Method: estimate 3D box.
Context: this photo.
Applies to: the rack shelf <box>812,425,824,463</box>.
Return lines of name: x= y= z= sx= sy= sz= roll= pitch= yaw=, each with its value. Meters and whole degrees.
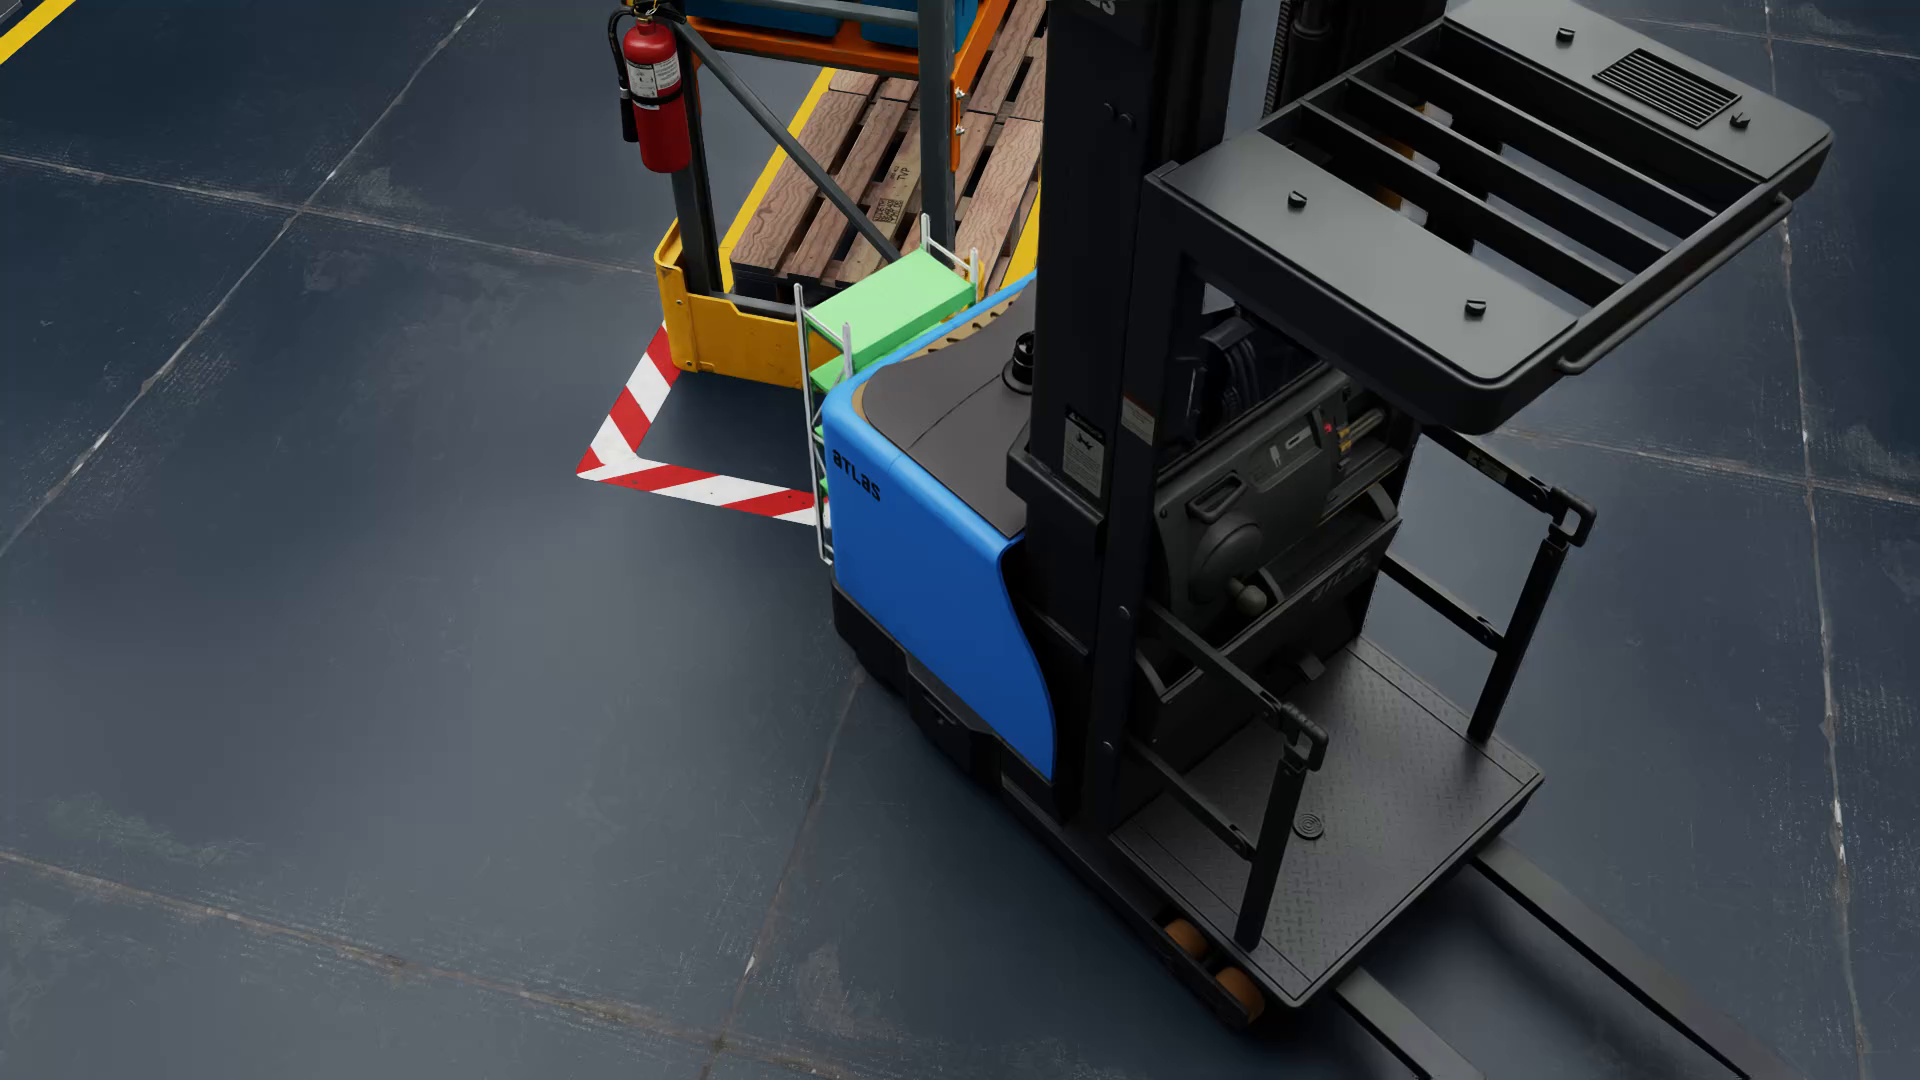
rack shelf: x=-0.213 y=-0.355 z=5.348 sx=0.480 sy=0.148 sz=0.258 roll=-34 pitch=57 yaw=-26

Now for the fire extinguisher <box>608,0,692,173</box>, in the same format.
fire extinguisher: x=-0.992 y=-1.513 z=5.385 sx=0.296 sy=0.674 sz=0.183 roll=12 pitch=50 yaw=10

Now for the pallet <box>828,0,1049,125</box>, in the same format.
pallet: x=0.064 y=-2.228 z=7.575 sx=1.003 sy=0.211 sz=1.213 roll=12 pitch=50 yaw=10

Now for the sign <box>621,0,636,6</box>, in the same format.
sign: x=-1.049 y=-1.833 z=5.258 sx=0.100 sy=0.325 sz=0.005 roll=12 pitch=50 yaw=10

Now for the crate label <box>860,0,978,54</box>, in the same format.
crate label: x=-0.131 y=-1.760 z=5.374 sx=0.416 sy=0.233 sz=0.303 roll=12 pitch=50 yaw=10

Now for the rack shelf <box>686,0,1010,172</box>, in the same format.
rack shelf: x=0.013 y=-2.890 z=6.780 sx=1.077 sy=0.370 sz=4.000 roll=12 pitch=50 yaw=10

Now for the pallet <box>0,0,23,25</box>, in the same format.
pallet: x=-5.157 y=-2.330 z=7.666 sx=1.003 sy=0.211 sz=1.213 roll=12 pitch=50 yaw=10

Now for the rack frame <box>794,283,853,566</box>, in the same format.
rack frame: x=-0.395 y=-0.275 z=5.192 sx=0.015 sy=1.200 sz=0.240 roll=-34 pitch=57 yaw=-26

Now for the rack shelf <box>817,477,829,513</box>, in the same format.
rack shelf: x=-0.213 y=-0.196 z=5.528 sx=0.480 sy=0.148 sz=0.258 roll=-34 pitch=57 yaw=-26

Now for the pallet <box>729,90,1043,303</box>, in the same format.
pallet: x=-0.259 y=-1.348 z=6.799 sx=1.003 sy=0.211 sz=1.213 roll=12 pitch=50 yaw=10

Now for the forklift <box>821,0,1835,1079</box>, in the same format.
forklift: x=0.941 y=-0.075 z=3.861 sx=1.130 sy=2.935 sz=3.031 roll=-33 pitch=56 yaw=-26

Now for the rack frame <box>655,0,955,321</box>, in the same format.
rack frame: x=-0.514 y=-1.682 z=5.234 sx=1.000 sy=3.000 sz=0.127 roll=12 pitch=50 yaw=10

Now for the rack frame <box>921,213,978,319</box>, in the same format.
rack frame: x=-0.031 y=-0.519 z=5.408 sx=0.015 sy=1.200 sz=0.240 roll=-34 pitch=57 yaw=-26

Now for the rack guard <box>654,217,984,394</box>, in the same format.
rack guard: x=-0.507 y=-0.835 z=6.153 sx=1.175 sy=0.500 sz=0.348 roll=12 pitch=50 yaw=10

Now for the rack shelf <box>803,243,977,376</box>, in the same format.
rack shelf: x=-0.213 y=-0.673 z=4.988 sx=0.480 sy=0.148 sz=0.258 roll=-34 pitch=57 yaw=-26

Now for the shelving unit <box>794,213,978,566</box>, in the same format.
shelving unit: x=-0.213 y=-0.397 z=5.300 sx=0.503 sy=1.200 sz=0.258 roll=-34 pitch=57 yaw=-26

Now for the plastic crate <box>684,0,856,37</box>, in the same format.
plastic crate: x=-0.606 y=-1.992 z=5.444 sx=0.616 sy=0.435 sz=0.499 roll=12 pitch=50 yaw=10

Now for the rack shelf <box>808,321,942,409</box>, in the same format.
rack shelf: x=-0.213 y=-0.514 z=5.168 sx=0.480 sy=0.148 sz=0.258 roll=-34 pitch=57 yaw=-26
